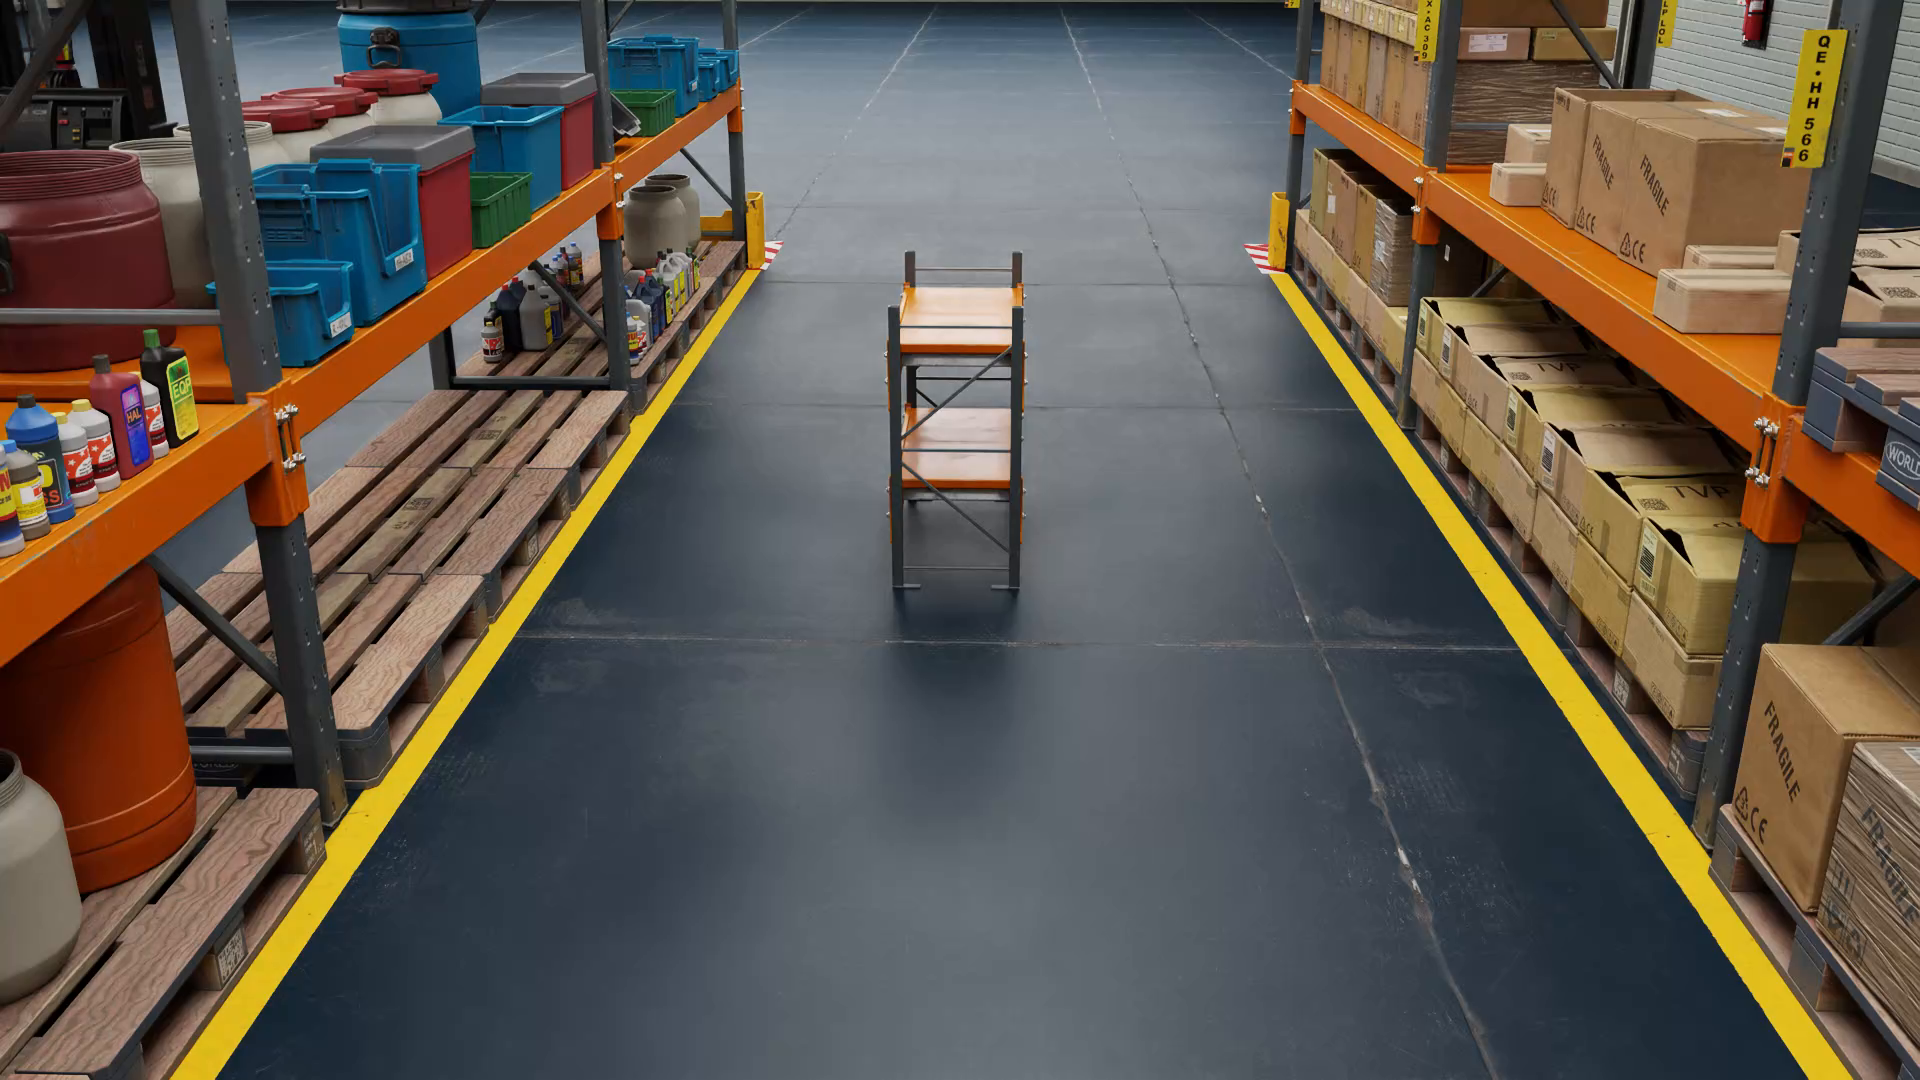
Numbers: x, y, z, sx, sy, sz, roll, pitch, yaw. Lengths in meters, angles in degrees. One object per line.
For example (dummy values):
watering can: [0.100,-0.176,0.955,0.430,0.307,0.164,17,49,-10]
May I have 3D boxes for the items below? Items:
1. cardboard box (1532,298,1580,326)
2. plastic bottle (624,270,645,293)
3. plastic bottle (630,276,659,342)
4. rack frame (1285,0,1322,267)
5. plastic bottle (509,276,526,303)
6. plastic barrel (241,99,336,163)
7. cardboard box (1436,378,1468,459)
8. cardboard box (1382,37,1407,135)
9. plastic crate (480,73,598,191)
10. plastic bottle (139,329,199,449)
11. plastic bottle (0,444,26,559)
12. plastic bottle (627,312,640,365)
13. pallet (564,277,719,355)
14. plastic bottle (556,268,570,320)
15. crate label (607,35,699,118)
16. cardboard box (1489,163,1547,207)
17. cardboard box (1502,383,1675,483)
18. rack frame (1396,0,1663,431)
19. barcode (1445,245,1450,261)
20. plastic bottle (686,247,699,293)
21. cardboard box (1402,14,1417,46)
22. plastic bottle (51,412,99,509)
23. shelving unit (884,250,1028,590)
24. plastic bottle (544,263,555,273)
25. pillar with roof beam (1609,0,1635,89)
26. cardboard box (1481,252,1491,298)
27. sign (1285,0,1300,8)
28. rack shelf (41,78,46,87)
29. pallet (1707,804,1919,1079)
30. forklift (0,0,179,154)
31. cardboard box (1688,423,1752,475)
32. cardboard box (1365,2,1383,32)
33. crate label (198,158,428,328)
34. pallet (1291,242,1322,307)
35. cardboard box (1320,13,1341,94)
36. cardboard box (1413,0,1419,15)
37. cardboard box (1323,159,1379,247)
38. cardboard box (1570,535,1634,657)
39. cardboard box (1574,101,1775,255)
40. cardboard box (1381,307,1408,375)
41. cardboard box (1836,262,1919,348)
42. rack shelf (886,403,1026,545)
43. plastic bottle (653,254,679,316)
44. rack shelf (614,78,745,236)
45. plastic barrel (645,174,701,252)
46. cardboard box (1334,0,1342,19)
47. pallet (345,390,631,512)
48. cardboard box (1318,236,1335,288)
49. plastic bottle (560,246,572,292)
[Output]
cardboard box: [3.023,-0.996,7.895,0.500,0.311,0.500,1,21,2]
plastic bottle: [-1.893,-1.463,9.811,0.152,0.276,0.135,1,21,2]
plastic bottle: [-1.763,-1.284,9.244,0.144,0.351,0.185,1,21,3]
rack frame: [2.870,-3.417,11.688,1.000,3.000,0.127,1,21,2]
plastic bottle: [-2.465,-1.302,9.291,0.144,0.351,0.185,0,21,-1]
plastic barrel: [-2.486,-1.324,6.108,0.433,0.535,0.433,0,21,0]
cardboard box: [2.472,-0.556,7.537,0.500,0.250,0.500,1,21,3]
cardboard box: [2.784,-2.550,9.315,0.700,0.500,0.500,1,21,2]
plastic crate: [-1.911,-1.878,7.633,0.402,0.464,0.583,1,21,2]
plastic bottle: [-1.910,-0.375,4.009,0.061,0.283,0.133,1,21,2]
plastic bottle: [-1.951,-0.103,3.326,0.097,0.271,0.097,0,21,0]
plastic bottle: [-1.755,-1.070,8.803,0.097,0.271,0.097,0,21,0]
pallet: [-2.106,-1.411,10.373,1.003,0.211,1.213,1,21,2]
plastic bottle: [-2.340,-1.445,9.753,0.061,0.283,0.133,1,21,2]
crate label: [-1.866,-2.821,10.103,0.502,0.435,0.616,1,21,2]
cardboard box: [2.517,-1.535,7.186,0.380,0.149,0.250,1,21,2]
cardboard box: [2.441,-0.443,6.470,0.500,0.311,0.500,1,21,3]
rack frame: [2.748,-1.970,7.961,1.000,3.000,0.127,1,21,2]
barcode: [2.325,-1.370,7.933,0.001,0.075,0.075,1,21,2]
plastic bottle: [-1.684,-1.700,10.410,0.061,0.283,0.133,1,21,3]
cardboard box: [2.565,-2.699,8.804,0.380,0.149,0.250,1,21,2]
plastic bottle: [-1.942,-0.176,3.611,0.097,0.201,0.097,0,21,0]
shelving unit: [0.000,-0.522,6.819,0.538,1.125,1.048,1,21,2]
plastic bottle: [-2.467,-1.520,9.964,0.097,0.271,0.097,0,21,0]
pillar with roof beam: [4.727,-10.284,21.093,9.100,9.000,0.400,1,21,2]
cardboard box: [3.083,-1.579,9.136,0.500,0.500,0.500,1,21,2]
sign: [2.316,-3.865,11.538,0.100,0.325,0.005,1,21,2]
rack shelf: [-7.092,-2.469,10.239,1.077,0.370,4.000,1,21,2]
pallet: [2.566,1.045,4.043,1.003,0.211,1.213,1,21,2]
forklift: [-4.743,-2.069,8.310,1.130,2.935,3.031,2,21,5]
cardboard box: [2.962,-0.260,5.998,0.500,0.311,0.500,0,21,0]
cardboard box: [2.595,-3.070,9.761,0.380,0.149,0.250,1,21,2]
crate label: [-2.024,-0.953,5.289,0.502,0.435,0.616,1,21,2]
pallet: [2.889,-1.840,11.479,1.003,0.211,1.213,1,21,2]
cardboard box: [2.843,-3.295,11.235,0.700,0.500,0.500,1,21,2]
cardboard box: [2.770,-2.965,8.592,0.700,0.500,0.500,1,21,1]
cardboard box: [2.616,-2.127,10.548,0.500,0.500,0.500,1,21,2]
cardboard box: [2.411,0.183,5.632,0.500,0.250,0.500,0,21,1]
cardboard box: [2.678,-1.368,6.270,0.500,0.500,0.500,1,21,2]
cardboard box: [2.544,-1.054,8.820,0.500,0.250,0.500,1,21,2]
cardboard box: [2.681,-0.614,4.587,0.500,0.311,0.500,2,21,5]
rack shelf: [0.000,-0.294,6.908,0.538,0.278,1.000,1,21,2]
plastic bottle: [-1.745,-1.506,9.817,0.144,0.351,0.185,0,21,1]
rack shelf: [-2.142,-2.414,10.098,1.077,0.370,4.000,1,21,2]
plastic barrel: [-2.024,-2.270,11.590,0.421,0.512,0.421,0,21,0]
cardboard box: [2.629,-3.441,10.714,0.380,0.149,0.250,1,21,2]
pallet: [-2.188,-0.442,7.876,1.003,0.211,1.213,1,21,2]
cardboard box: [2.604,-1.778,10.684,0.500,0.250,0.500,1,21,2]
plastic bottle: [-2.473,-1.678,10.353,0.061,0.283,0.133,1,21,3]
